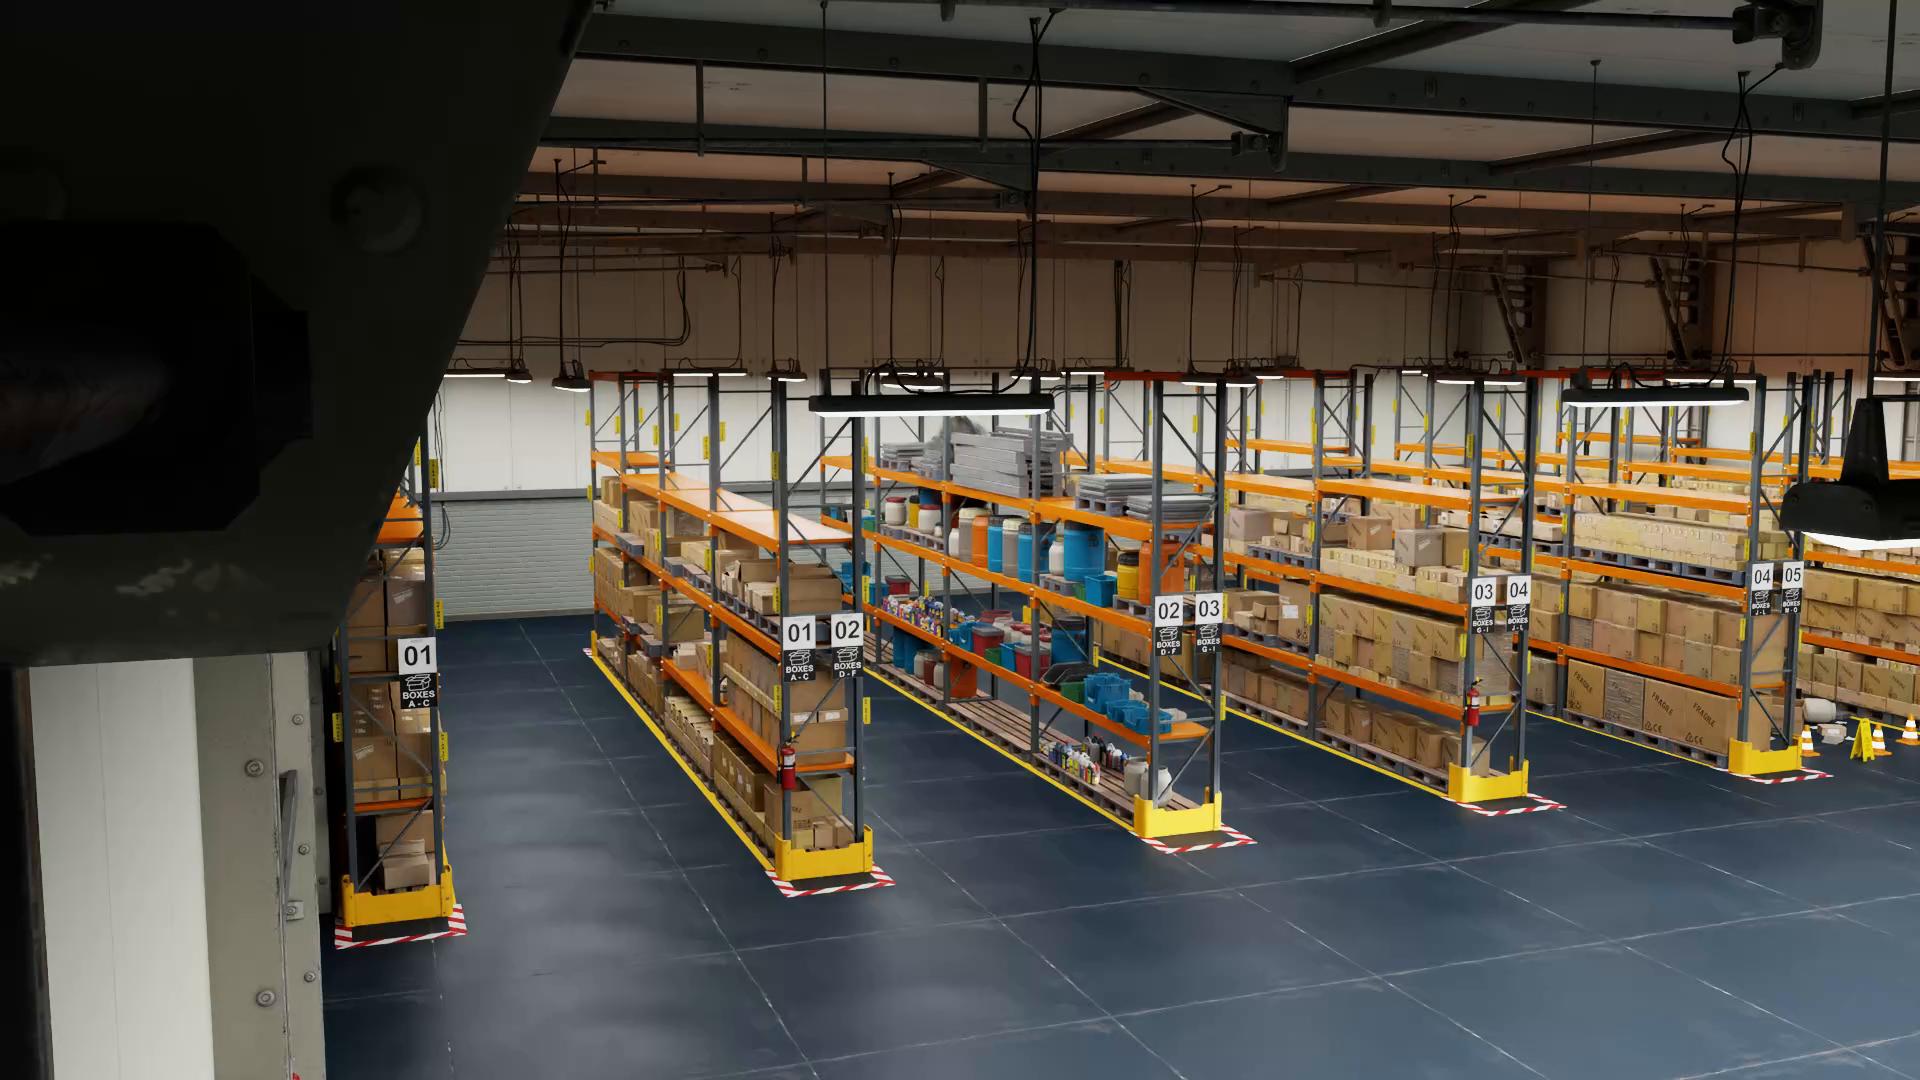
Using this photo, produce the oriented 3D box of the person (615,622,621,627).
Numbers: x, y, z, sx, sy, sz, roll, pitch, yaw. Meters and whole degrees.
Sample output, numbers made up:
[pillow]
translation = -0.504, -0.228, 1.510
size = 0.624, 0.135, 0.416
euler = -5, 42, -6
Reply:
[person]
translation = -7.695, 1.352, 37.963
size = 0.777, 1.507, 0.553
euler = 5, 8, 37
